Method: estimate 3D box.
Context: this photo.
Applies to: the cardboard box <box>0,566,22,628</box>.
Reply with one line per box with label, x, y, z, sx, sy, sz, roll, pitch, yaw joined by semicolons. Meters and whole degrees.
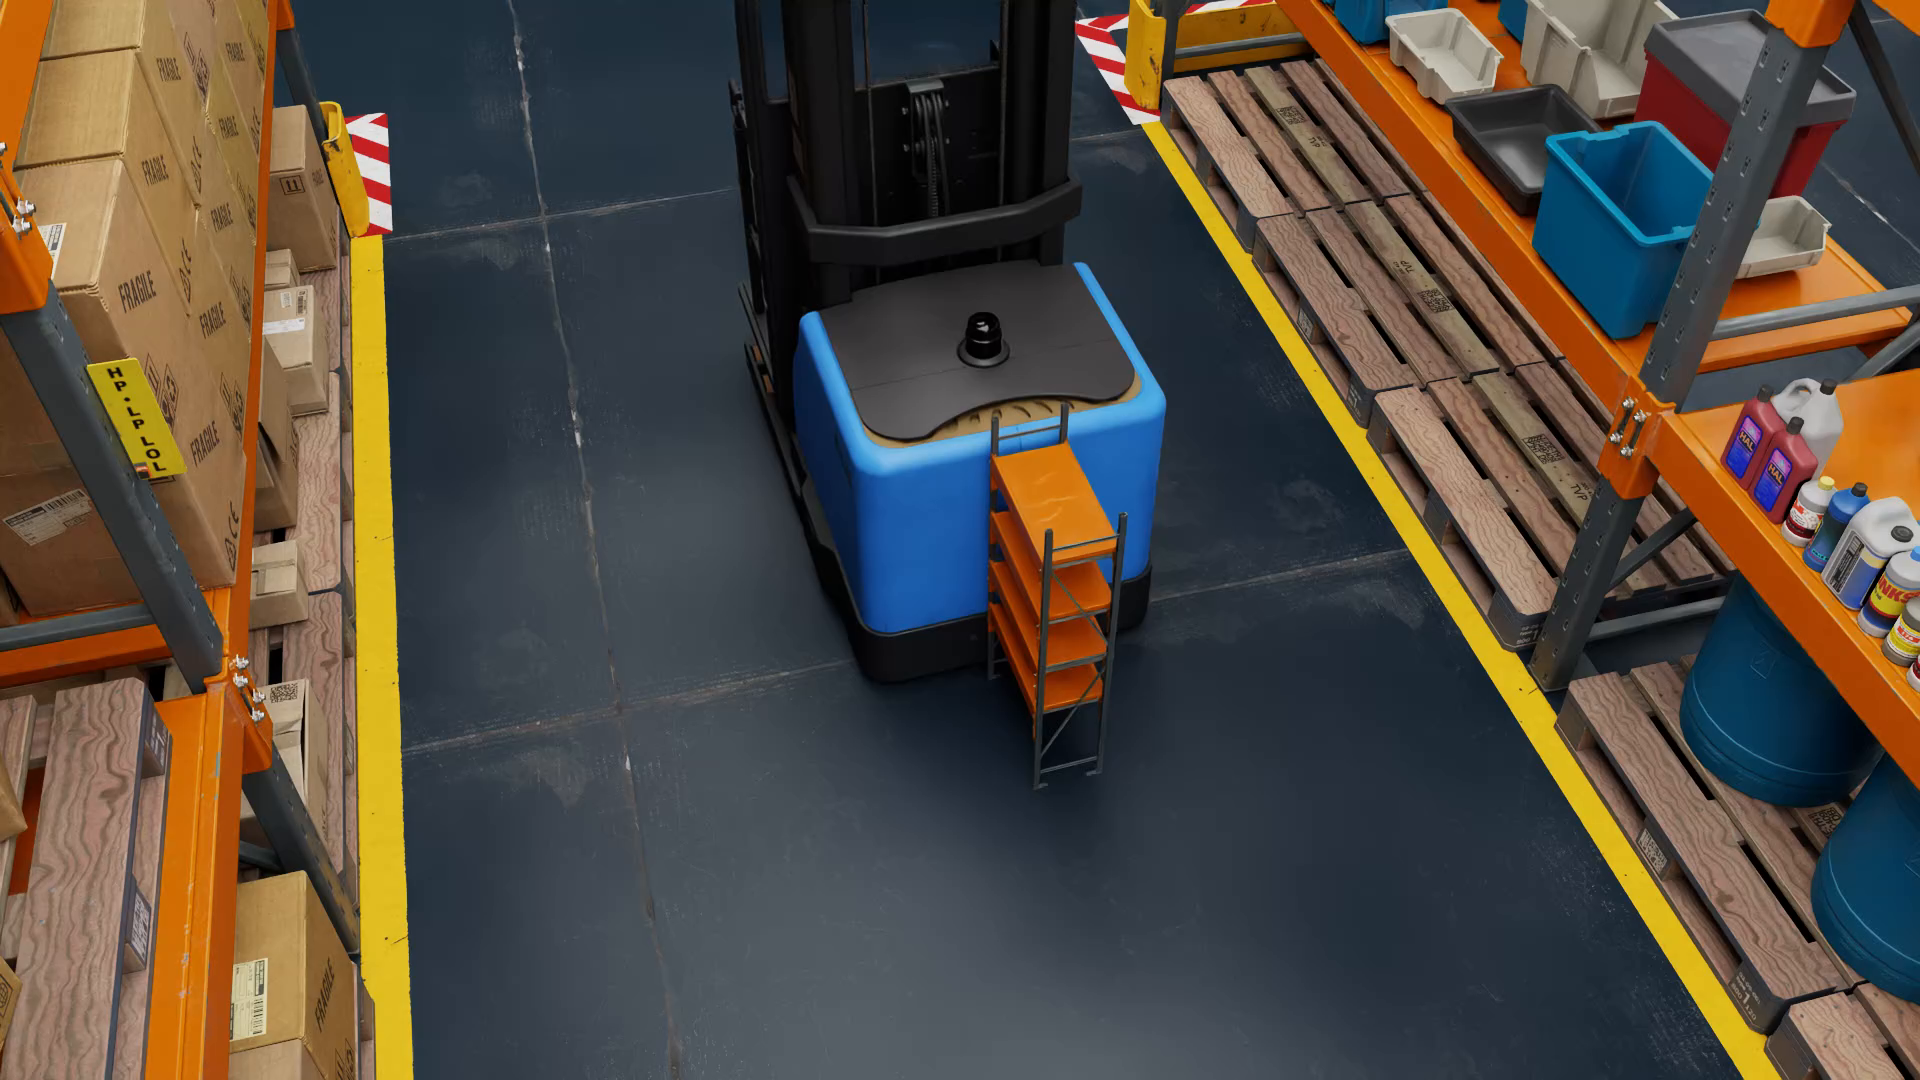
cardboard box;-2.686;-0.082;4.160;0.500;0.500;0.500;-10;46;-10

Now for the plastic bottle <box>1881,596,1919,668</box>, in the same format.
plastic bottle;2.352;0.212;4.081;0.097;0.201;0.097;0;46;0

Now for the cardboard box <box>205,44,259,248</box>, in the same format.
cardboard box;-2.568;-1.235;5.290;0.500;0.500;0.500;-11;47;-11

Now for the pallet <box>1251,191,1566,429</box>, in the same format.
pallet;1.938;-1.020;7.102;1.003;0.211;1.213;-11;47;-10

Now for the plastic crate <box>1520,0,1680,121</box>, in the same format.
plastic crate;2.267;-1.719;5.876;0.437;0.282;0.530;-11;47;-10

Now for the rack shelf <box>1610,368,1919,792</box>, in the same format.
rack shelf;2.992;0.981;3.692;1.077;0.370;4.000;-11;47;-10

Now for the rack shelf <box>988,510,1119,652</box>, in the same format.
rack shelf;0.280;0.095;5.098;0.258;0.148;0.480;-12;47;-12

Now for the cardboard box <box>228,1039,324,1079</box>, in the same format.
cardboard box;-1.788;1.603;4.021;0.500;0.500;0.500;-11;47;-10

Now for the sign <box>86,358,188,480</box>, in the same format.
sign;-1.774;-0.258;3.592;0.100;0.325;0.005;-11;47;-10

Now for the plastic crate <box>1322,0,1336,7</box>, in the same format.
plastic crate;1.538;-2.236;6.417;0.416;0.233;0.300;-11;47;-10

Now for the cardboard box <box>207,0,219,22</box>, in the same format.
cardboard box;-2.687;-1.933;5.274;0.500;0.500;0.500;-10;46;-9

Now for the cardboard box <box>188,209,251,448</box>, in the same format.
cardboard box;-2.311;-0.538;4.607;0.500;0.500;0.500;-10;46;-10

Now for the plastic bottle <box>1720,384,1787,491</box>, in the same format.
plastic bottle;2.161;-0.280;4.506;0.061;0.283;0.133;-11;47;-10

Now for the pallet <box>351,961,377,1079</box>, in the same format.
pallet;-2.065;1.782;4.356;1.003;0.211;1.213;-11;47;-10

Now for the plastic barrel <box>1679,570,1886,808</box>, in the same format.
plastic barrel;2.602;0.314;5.017;0.600;0.901;0.708;-11;47;-10

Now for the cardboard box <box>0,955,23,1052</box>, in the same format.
cardboard box;-2.167;0.900;2.903;0.700;0.500;0.500;-4;46;-4

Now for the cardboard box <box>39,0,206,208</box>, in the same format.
cardboard box;-2.422;-1.222;4.577;0.500;0.500;0.500;-12;47;-11

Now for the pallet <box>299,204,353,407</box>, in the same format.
pallet;-3.109;-0.932;7.015;1.003;0.211;1.213;-11;47;-10

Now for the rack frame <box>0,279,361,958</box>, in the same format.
rack frame;-2.310;0.251;3.904;1.000;3.000;0.127;-11;47;-10

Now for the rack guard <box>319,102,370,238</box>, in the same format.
rack guard;-3.314;-1.583;7.451;1.175;0.500;0.348;-11;47;-10

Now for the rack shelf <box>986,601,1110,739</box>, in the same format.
rack shelf;0.280;0.390;5.400;0.258;0.148;0.480;-12;47;-12

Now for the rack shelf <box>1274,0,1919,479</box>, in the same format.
rack shelf;1.968;-1.781;6.399;1.077;0.370;4.000;-11;47;-10

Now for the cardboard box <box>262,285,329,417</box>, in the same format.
cardboard box;-2.742;-0.710;6.463;0.500;0.250;0.500;-11;47;-10

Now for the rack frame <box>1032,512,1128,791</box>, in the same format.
rack frame;0.352;0.371;5.047;0.240;1.200;0.015;-12;47;-12

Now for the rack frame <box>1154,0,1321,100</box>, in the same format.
rack frame;1.456;-3.414;7.495;1.000;3.000;0.127;-11;47;-10

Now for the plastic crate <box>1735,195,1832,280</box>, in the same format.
plastic crate;2.499;-0.928;5.202;0.396;0.136;0.243;-11;47;-10

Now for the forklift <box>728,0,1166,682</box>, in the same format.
forklift;-0.252;-1.615;5.781;1.130;2.935;3.031;-12;47;-12

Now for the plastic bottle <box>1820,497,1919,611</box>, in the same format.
plastic bottle;2.323;0.033;4.204;0.152;0.276;0.135;-11;47;-10

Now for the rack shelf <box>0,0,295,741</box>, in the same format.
rack shelf;-2.822;-0.878;5.514;1.077;0.370;4.000;-11;47;-10

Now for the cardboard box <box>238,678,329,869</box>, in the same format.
cardboard box;-2.208;0.709;5.030;0.500;0.311;0.500;-11;47;-10

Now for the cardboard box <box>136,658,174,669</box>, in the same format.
cardboard box;-2.922;0.179;5.549;0.500;0.311;0.500;-11;47;-10

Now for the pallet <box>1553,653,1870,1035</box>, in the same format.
pallet;2.637;0.864;5.255;1.003;0.211;1.213;-11;47;-10

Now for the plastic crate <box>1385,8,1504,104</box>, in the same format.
plastic crate;1.743;-1.728;5.986;0.293;0.136;0.466;-11;47;-10

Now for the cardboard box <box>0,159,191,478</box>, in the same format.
cardboard box;-2.158;-0.511;3.880;0.500;0.500;0.500;-10;46;-9

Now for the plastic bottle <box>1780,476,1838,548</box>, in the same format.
plastic bottle;2.242;-0.083;4.370;0.097;0.201;0.097;0;46;0

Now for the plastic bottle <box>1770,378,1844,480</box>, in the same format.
plastic bottle;2.267;-0.304;4.483;0.144;0.351;0.185;-11;47;-10

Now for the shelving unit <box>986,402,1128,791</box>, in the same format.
shelving unit;0.280;0.204;5.210;0.258;1.200;0.503;-12;47;-12

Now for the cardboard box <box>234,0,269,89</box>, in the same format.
cardboard box;-2.820;-1.928;5.970;0.500;0.500;0.500;-10;46;-10

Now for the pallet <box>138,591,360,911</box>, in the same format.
pallet;-2.485;0.753;5.364;1.003;0.211;1.213;-11;47;-10

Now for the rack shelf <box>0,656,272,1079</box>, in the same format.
rack shelf;-1.798;1.884;2.807;1.077;0.370;4.000;-11;47;-10

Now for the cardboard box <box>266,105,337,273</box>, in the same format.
cardboard box;-2.956;-1.459;7.022;0.500;0.500;0.500;-11;47;-10
